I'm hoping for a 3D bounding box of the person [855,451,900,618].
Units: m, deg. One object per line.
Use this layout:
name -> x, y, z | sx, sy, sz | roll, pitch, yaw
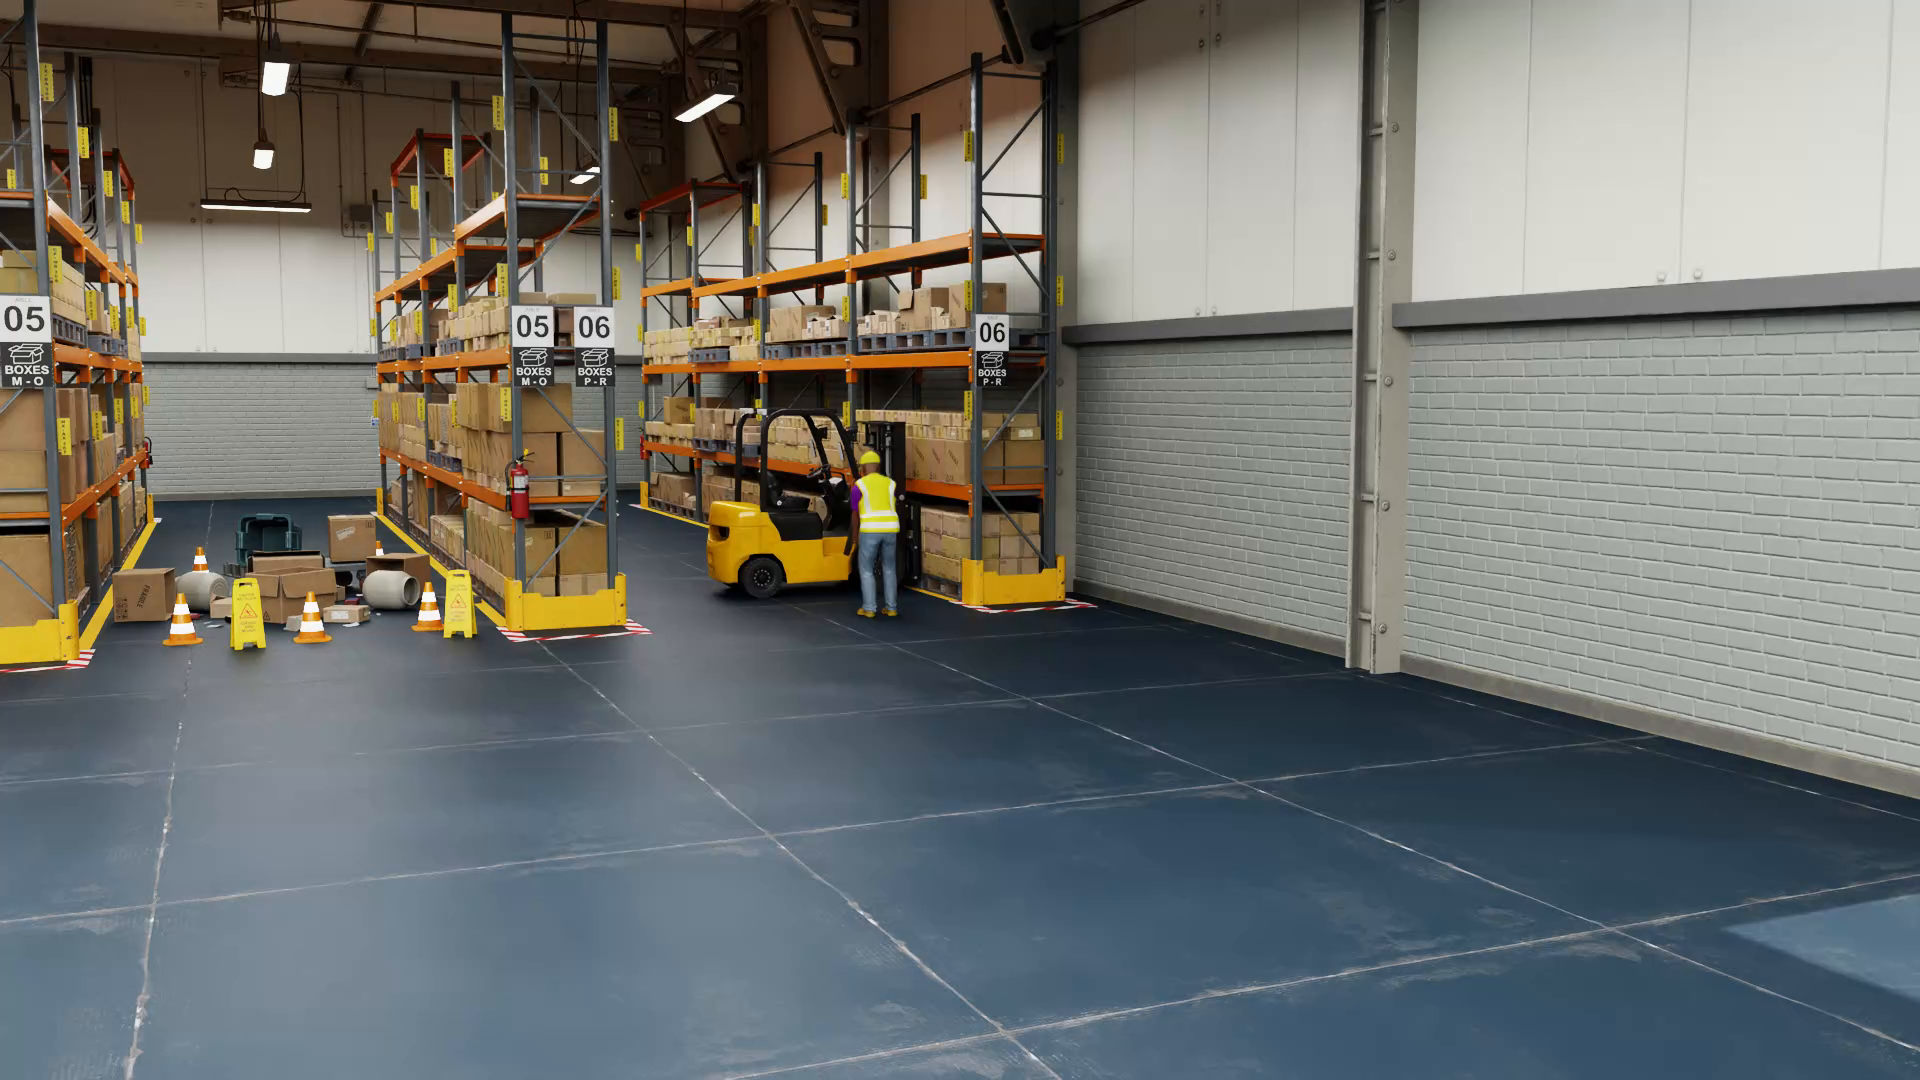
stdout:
person -> -0.899, -0.069, 17.549 | 0.458, 1.733, 0.532 | -2, 6, -25
